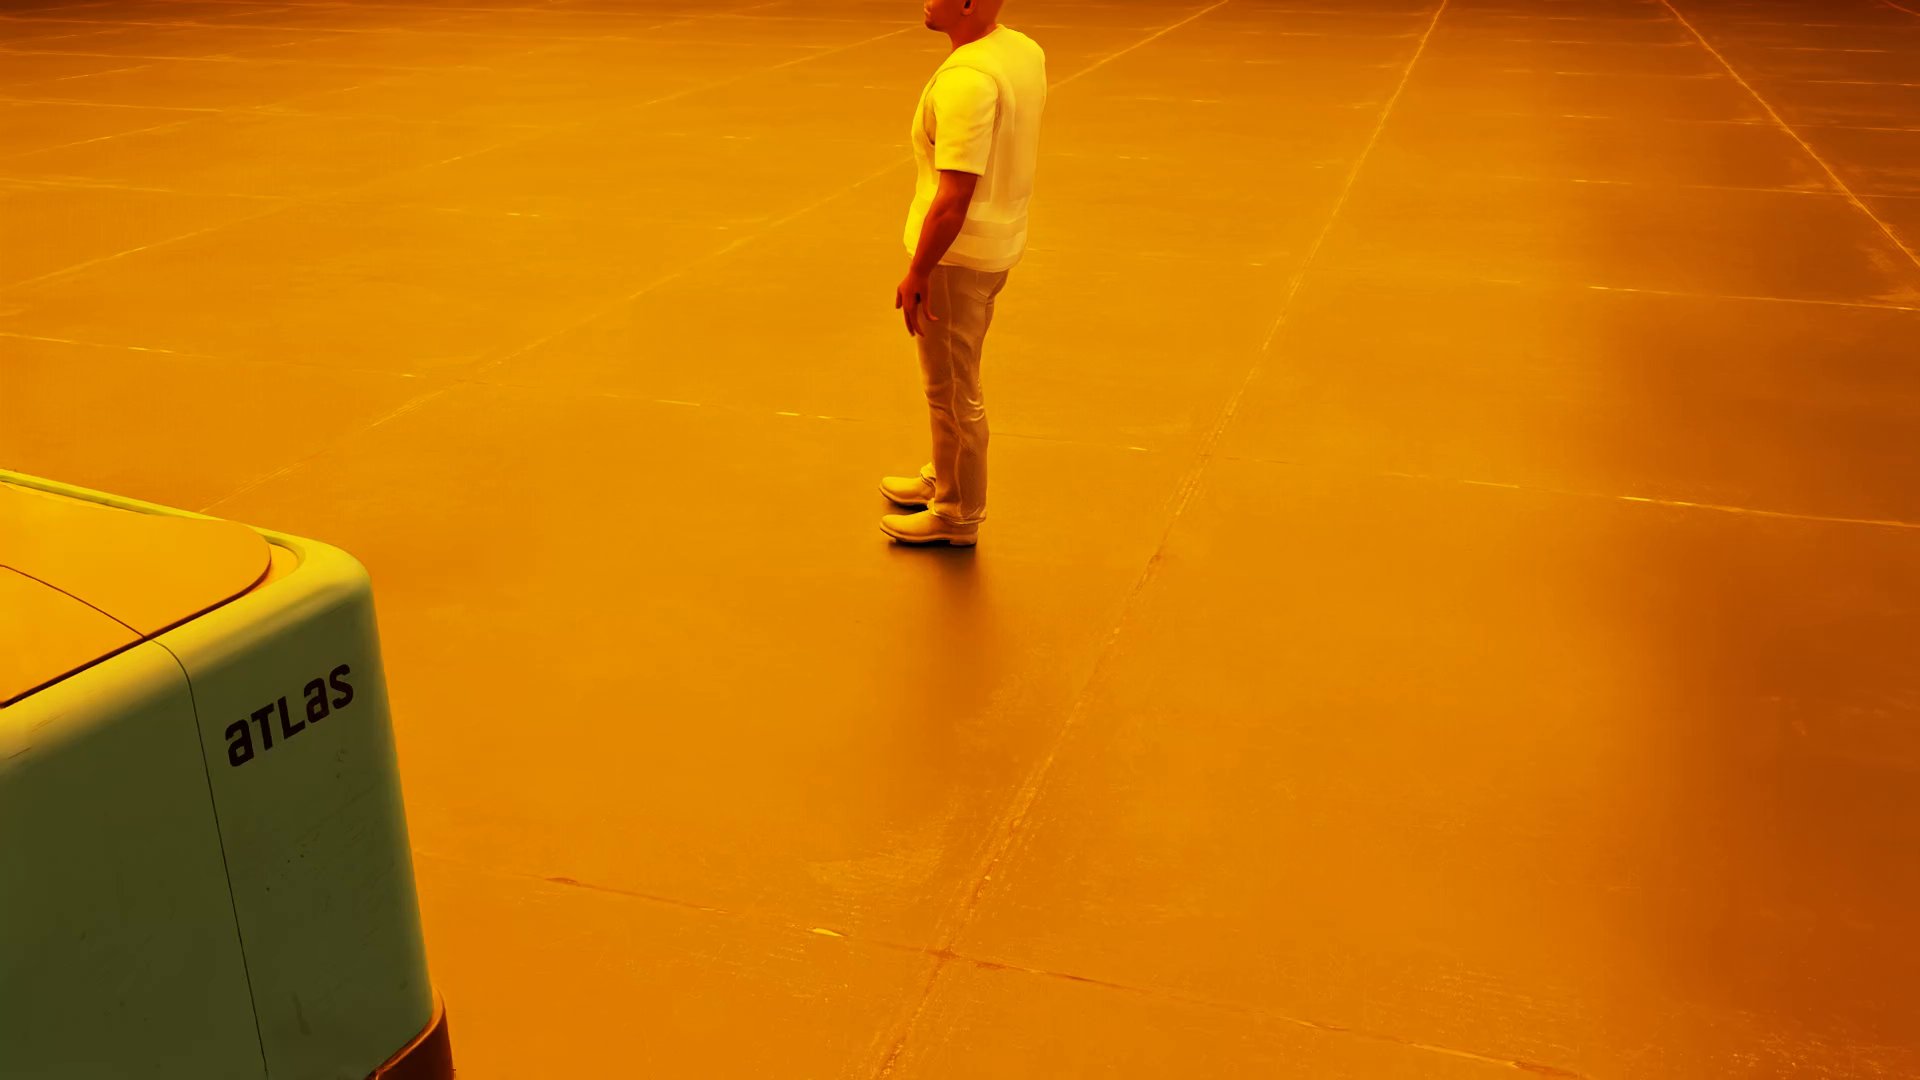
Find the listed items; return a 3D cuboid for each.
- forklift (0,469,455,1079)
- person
[{"bbox_3d":[-1.895,0.074,1.100,1.130,2.935,3.031,11,25,24],"label":"forklift"},{"bbox_3d":[-0.065,-0.833,4.805,0.575,1.768,0.665,7,23,16],"label":"person"}]
